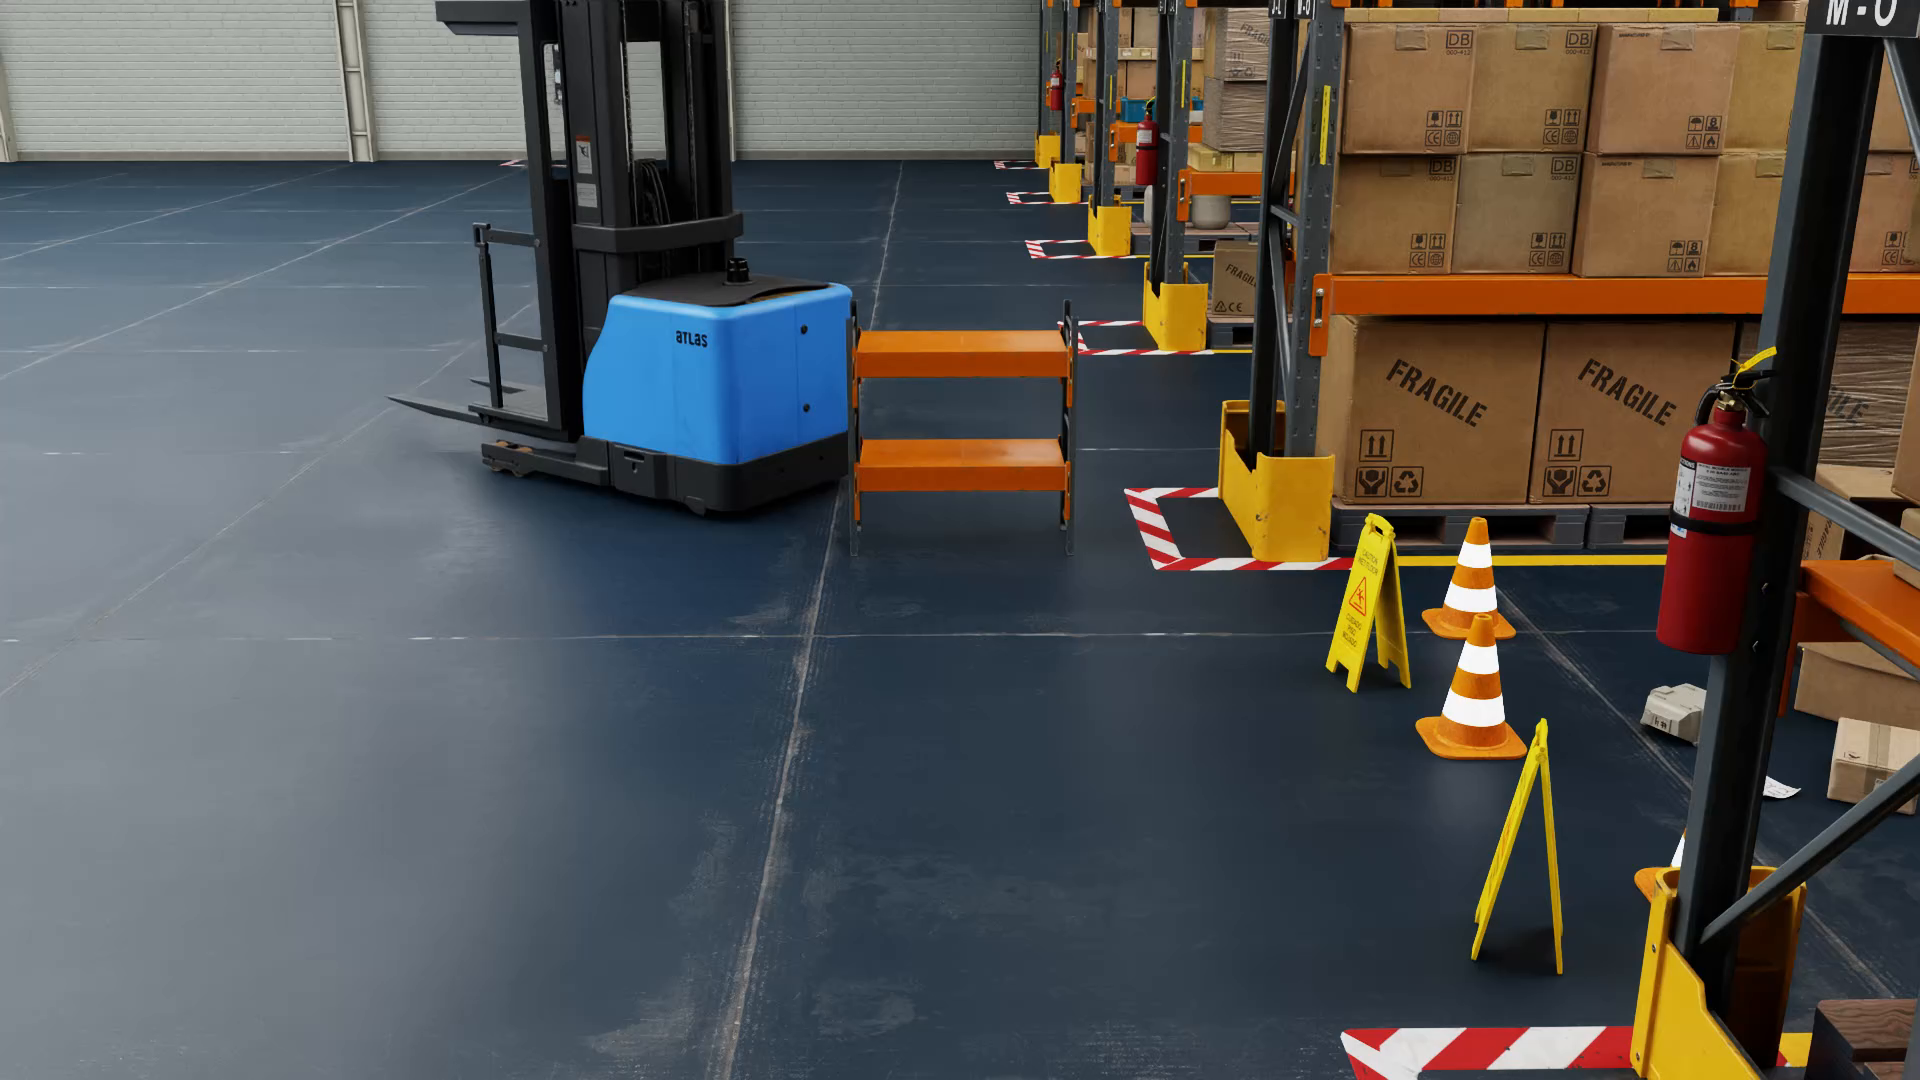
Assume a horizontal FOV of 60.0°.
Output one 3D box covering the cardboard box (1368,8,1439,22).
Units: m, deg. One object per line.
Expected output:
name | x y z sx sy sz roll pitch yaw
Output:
cardboard box | 3.143 -3.607 12.092 0.500 0.500 0.500 0 18 -1

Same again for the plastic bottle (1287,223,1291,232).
plastic bottle | 3.432 -3.323 17.355 0.097 0.201 0.097 0 18 0

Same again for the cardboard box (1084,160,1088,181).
cardboard box | 1.967 -5.028 22.624 0.500 0.250 0.500 0 18 -1

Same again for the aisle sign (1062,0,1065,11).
aisle sign | 1.366 -7.372 21.860 0.004 0.787 0.394 0 18 -1

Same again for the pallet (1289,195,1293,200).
pallet | 4.640 -4.745 22.493 1.213 0.211 1.003 0 18 -1

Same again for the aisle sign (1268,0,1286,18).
aisle sign | 1.490 -2.832 7.711 0.004 0.787 0.394 0 18 -1

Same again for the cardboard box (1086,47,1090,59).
cardboard box | 1.815 -6.461 22.052 0.250 0.149 0.380 -1 18 -2

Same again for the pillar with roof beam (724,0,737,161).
pillar with roof beam | -3.891 -9.338 22.424 0.400 9.000 9.100 0 18 -1

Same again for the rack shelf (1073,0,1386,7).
rack shelf | 3.436 -7.140 21.661 4.000 0.370 1.077 0 18 -1

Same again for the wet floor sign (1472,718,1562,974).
wet floor sign | 1.538 0.803 4.487 0.232 0.644 0.267 6 19 18

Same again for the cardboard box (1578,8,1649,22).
cardboard box | 4.643 -3.614 12.116 0.500 0.500 0.500 0 18 -1

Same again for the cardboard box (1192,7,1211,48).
cardboard box | 2.986 -6.715 21.783 0.500 0.500 0.700 0 18 -1

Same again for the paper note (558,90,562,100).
paper note | -6.609 -7.396 27.636 0.142 0.148 0.016 0 18 -1

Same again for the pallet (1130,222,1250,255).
pallet | 2.398 -3.221 17.742 1.213 0.211 1.003 0 18 -1

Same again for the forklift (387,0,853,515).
forklift | -2.036 -1.856 9.036 3.031 2.935 1.130 13 22 34

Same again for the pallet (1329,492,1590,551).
pallet | 2.364 -0.203 8.336 1.213 0.211 1.003 0 18 -1

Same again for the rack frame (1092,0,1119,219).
rack frame | 1.510 -4.531 17.263 0.127 3.000 1.000 0 18 -1

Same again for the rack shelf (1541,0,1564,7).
rack shelf | 11.353 -8.691 26.497 4.000 0.370 1.077 0 18 -1

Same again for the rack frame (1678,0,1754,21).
rack frame | 5.588 -3.038 12.607 0.127 3.000 1.000 0 18 -1

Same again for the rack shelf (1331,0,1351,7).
rack shelf | 3.566 -2.599 7.505 4.000 0.370 1.077 0 18 -1

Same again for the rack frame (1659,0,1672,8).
rack frame | 9.435 -6.083 22.099 0.127 3.000 1.000 0 18 -1

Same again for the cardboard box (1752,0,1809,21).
cardboard box | 6.385 -3.485 12.330 1.000 1.000 1.000 0 18 0

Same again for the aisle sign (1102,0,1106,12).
aisle sign | 1.443 -5.679 16.586 0.004 0.787 0.394 0 18 -1

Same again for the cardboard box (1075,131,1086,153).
cardboard box | 2.047 -6.462 26.963 0.500 0.311 0.500 -2 18 -7

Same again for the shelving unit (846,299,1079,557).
shelving unit | 0.007 -0.536 7.876 1.048 1.125 0.538 0 18 -1

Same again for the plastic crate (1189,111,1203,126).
plastic crate | 2.410 -4.312 17.010 0.250 0.136 0.298 0 18 -1

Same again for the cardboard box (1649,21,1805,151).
cardboard box | 3.576 -2.113 7.711 0.500 0.550 0.875 0 18 -1

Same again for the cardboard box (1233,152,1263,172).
cardboard box | 2.128 -2.823 12.348 0.250 0.149 0.380 0 18 -1

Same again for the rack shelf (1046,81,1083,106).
rack shelf | 3.354 -7.224 26.835 4.000 0.370 1.077 0 18 -1

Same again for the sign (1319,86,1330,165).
sign | 1.569 -1.784 7.150 0.005 0.325 0.100 0 18 -1

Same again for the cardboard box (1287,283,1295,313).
cardboard box | 2.810 -2.040 12.900 0.500 0.500 0.500 4 18 14

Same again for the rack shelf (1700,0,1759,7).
rack shelf | 7.588 -4.133 12.289 4.000 0.370 1.077 0 18 -1

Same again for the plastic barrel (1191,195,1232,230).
plastic barrel | 2.668 -3.576 17.669 0.421 0.512 0.421 0 18 0

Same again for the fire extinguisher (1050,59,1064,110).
fire extinguisher | 1.310 -6.149 22.431 0.183 0.674 0.296 0 18 -1

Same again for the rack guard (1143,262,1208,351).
rack guard | 1.665 -1.829 12.930 0.348 0.500 1.175 0 18 -1

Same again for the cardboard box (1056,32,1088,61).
cardboard box | 1.822 -7.920 26.810 0.500 0.500 0.500 0 18 -1

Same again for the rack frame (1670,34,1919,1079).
rack frame | 1.745 0.008 3.112 0.127 3.000 1.000 0 18 -1

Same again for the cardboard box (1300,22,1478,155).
cardboard box | 1.937 -2.079 7.604 0.550 0.550 0.875 0 18 -1

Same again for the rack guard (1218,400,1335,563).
rack guard | 1.542 -0.313 8.205 0.348 0.500 1.175 0 18 -1

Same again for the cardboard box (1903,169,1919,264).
cardboard box | 2.252 -0.727 3.114 0.500 0.500 0.700 -1 18 -2

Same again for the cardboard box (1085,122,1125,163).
cardboard box | 1.967 -5.386 22.512 0.500 0.500 0.500 0 18 -1

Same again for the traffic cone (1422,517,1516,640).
traffic cone | 2.119 0.136 6.867 0.334 0.463 0.336 0 18 -1

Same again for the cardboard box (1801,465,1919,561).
cardboard box | 4.029 -0.013 7.265 0.500 0.500 0.500 3 18 9

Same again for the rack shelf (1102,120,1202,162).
rack shelf | 3.510 -4.199 17.403 4.000 0.370 1.077 0 18 -1

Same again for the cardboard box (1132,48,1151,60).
cardboard box | 2.345 -6.340 21.674 0.250 0.149 0.380 0 18 -1

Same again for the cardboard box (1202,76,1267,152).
cardboard box | 2.139 -3.202 12.469 0.500 0.500 0.875 0 18 -1

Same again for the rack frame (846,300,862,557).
rack frame | -0.502 -0.533 7.868 0.032 1.125 0.500 0 18 -1

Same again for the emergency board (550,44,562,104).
emergency board | -6.431 -7.796 27.438 0.643 1.169 0.194 0 18 -1

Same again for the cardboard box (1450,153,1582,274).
cardboard box | 2.486 -1.600 7.878 0.550 0.550 0.875 0 18 -1

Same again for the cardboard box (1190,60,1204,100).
cardboard box | 2.924 -6.095 21.973 0.500 0.500 0.700 0 18 0

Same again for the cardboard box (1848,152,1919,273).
cardboard box | 4.105 -1.612 7.918 0.550 0.550 0.875 0 18 -1

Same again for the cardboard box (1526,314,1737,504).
cardboard box | 3.123 -0.720 8.172 0.875 0.875 0.875 -1 18 -2
